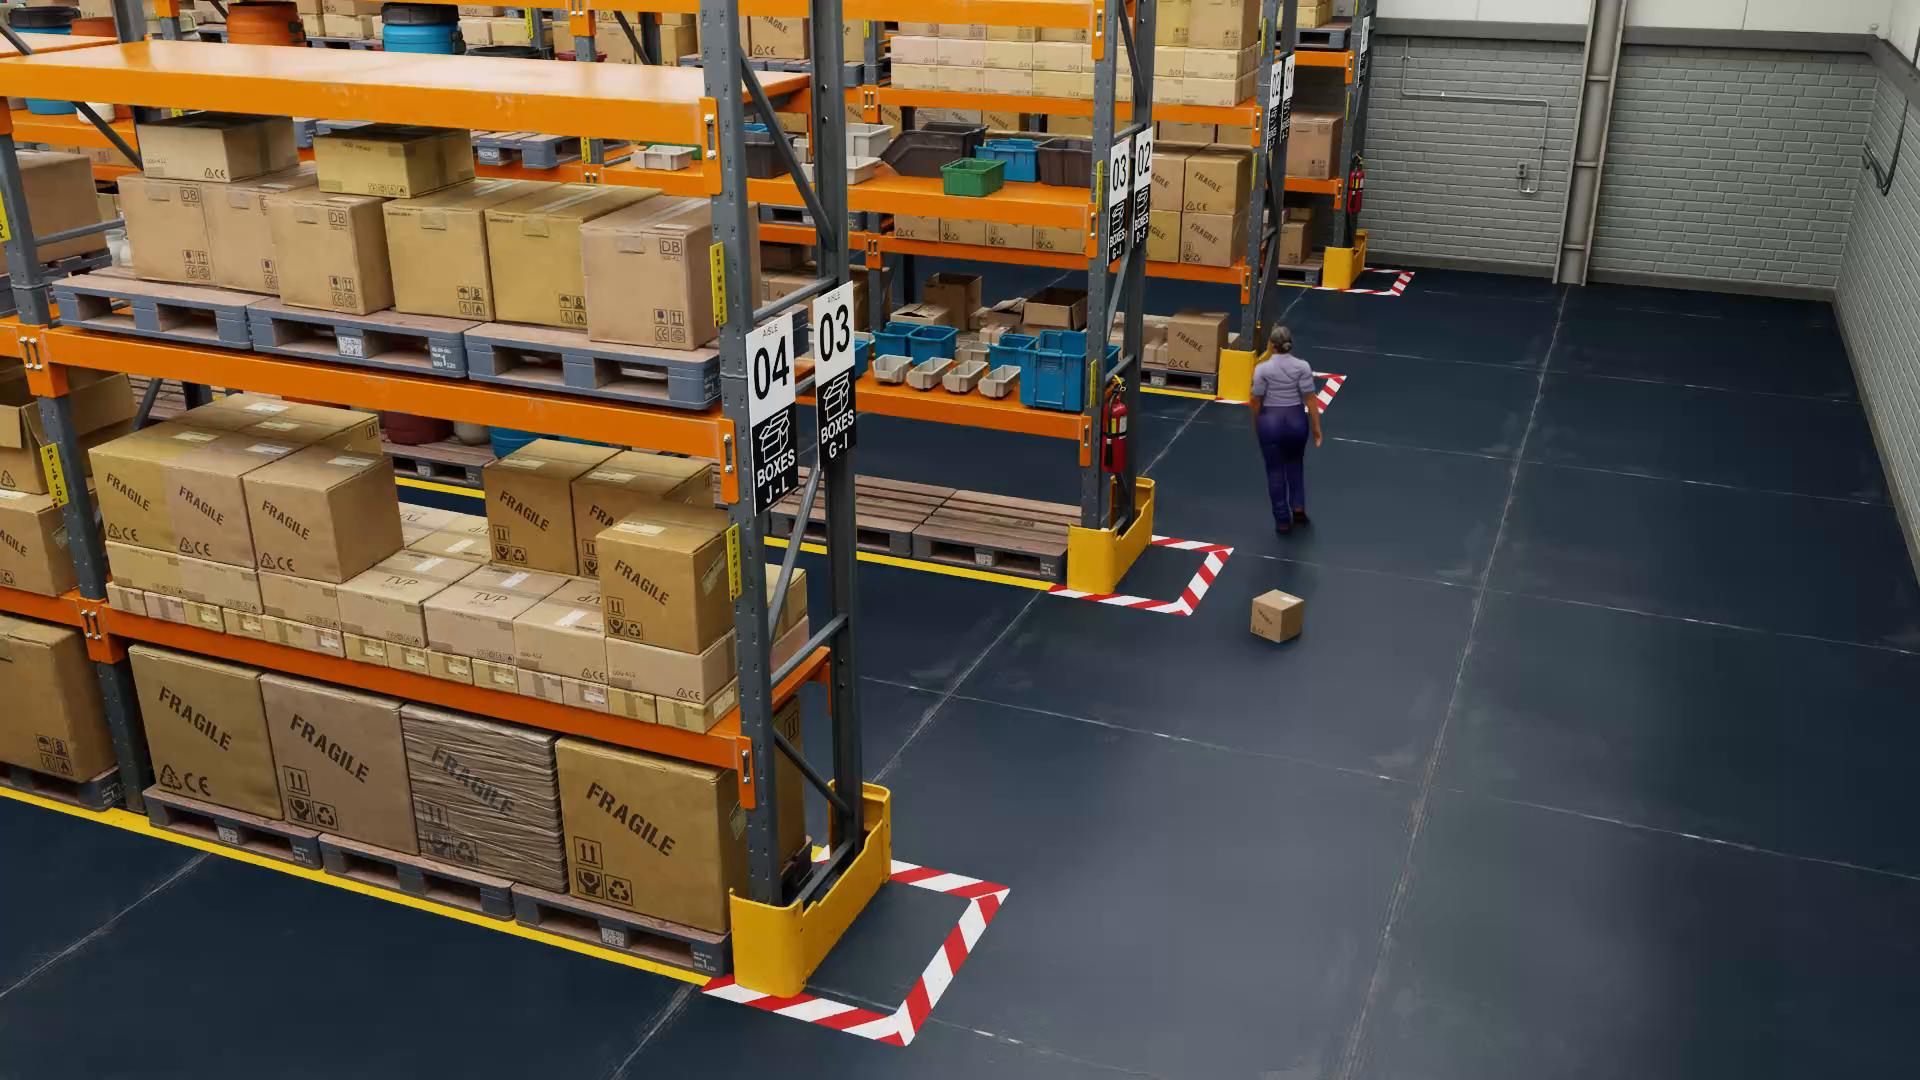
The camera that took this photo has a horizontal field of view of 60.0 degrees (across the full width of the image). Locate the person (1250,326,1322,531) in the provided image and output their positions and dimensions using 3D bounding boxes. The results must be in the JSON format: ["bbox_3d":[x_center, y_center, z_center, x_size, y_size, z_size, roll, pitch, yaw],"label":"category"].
[{"bbox_3d":[2.534,-0.857,13.049,0.560,1.704,0.474,0,22,-1],"label":"person"}]
